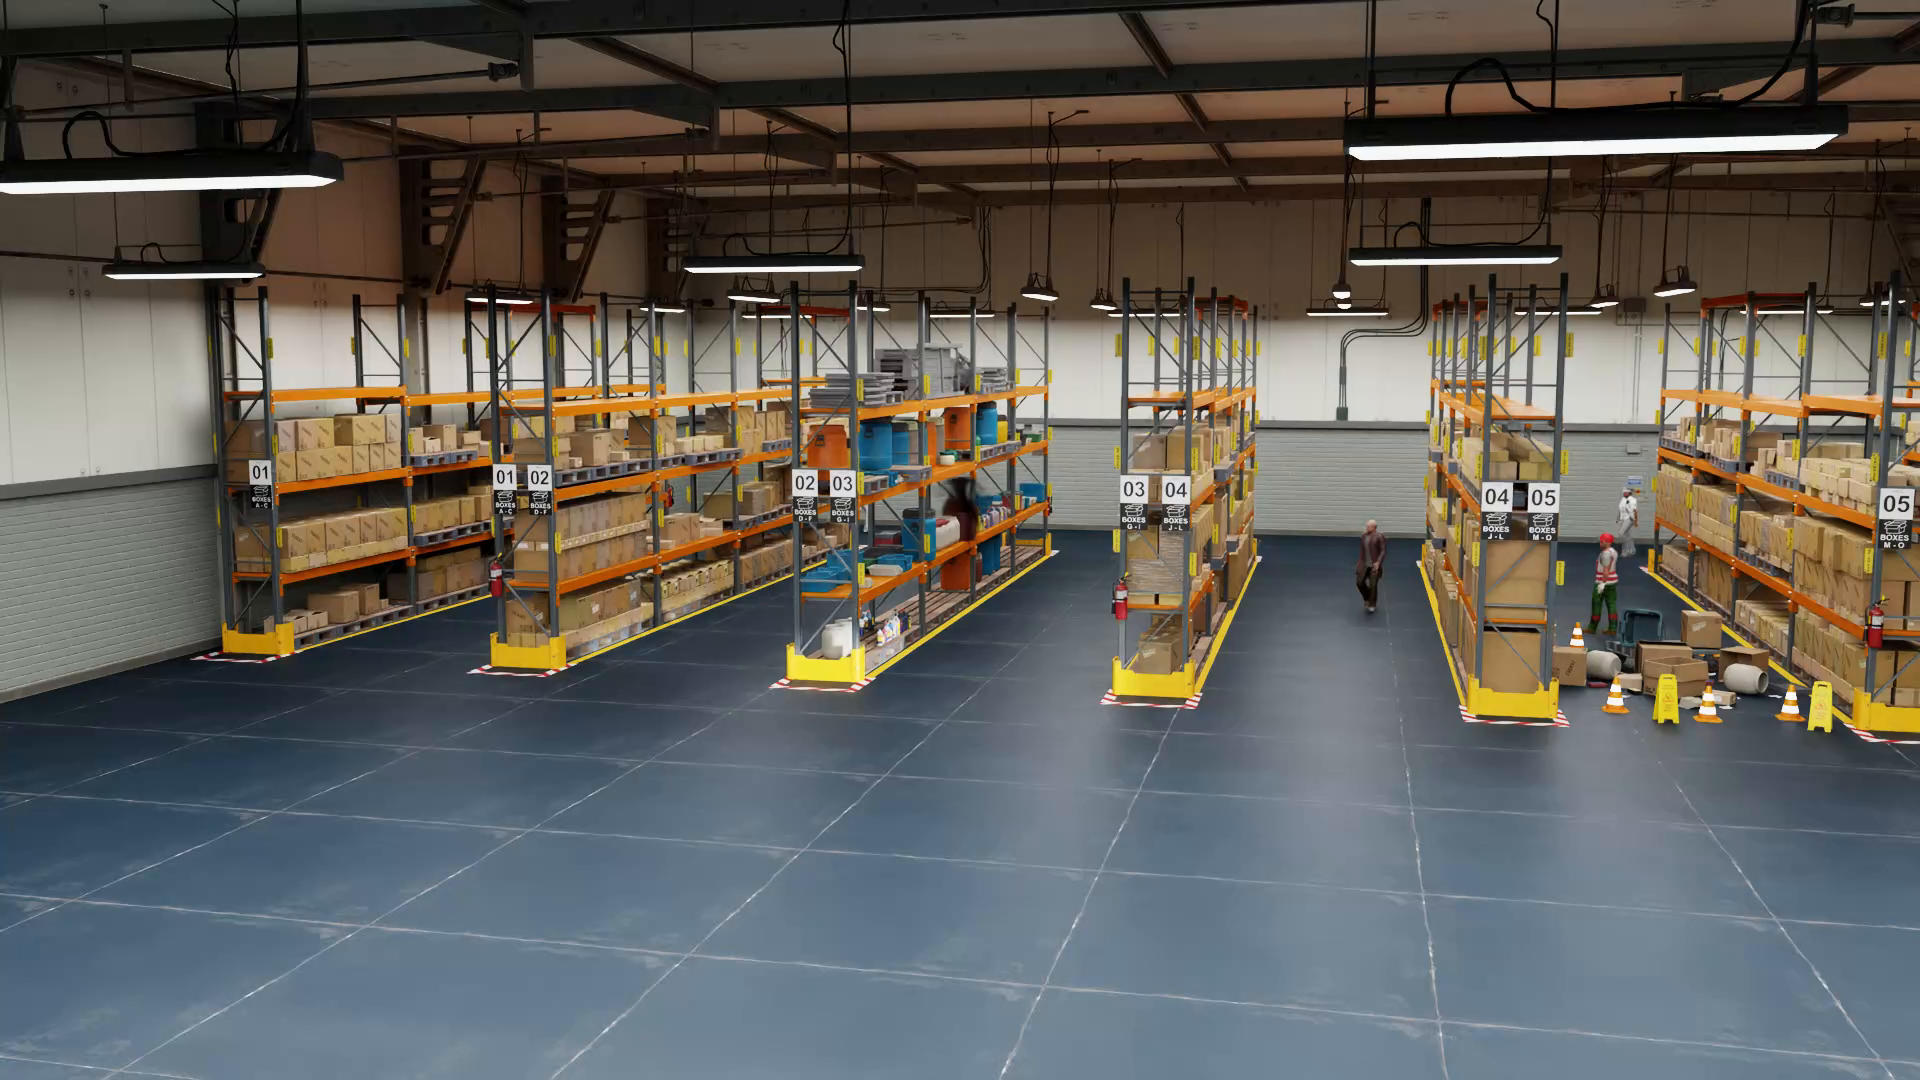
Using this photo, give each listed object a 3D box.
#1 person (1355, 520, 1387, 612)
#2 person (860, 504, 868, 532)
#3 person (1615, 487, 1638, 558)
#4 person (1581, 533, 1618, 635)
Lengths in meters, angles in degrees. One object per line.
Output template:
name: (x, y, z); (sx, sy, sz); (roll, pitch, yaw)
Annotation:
person: (7.811, 0.502, 31.610); (0.603, 1.777, 0.703); (3, 7, 26)
person: (-2.727, -1.088, 45.395); (0.926, 1.731, 0.637); (6, 9, 41)
person: (16.105, -0.433, 40.162); (0.549, 1.731, 0.452); (-1, 7, -8)
person: (11.295, 0.764, 29.234); (0.565, 1.793, 0.598); (-4, 7, -29)
